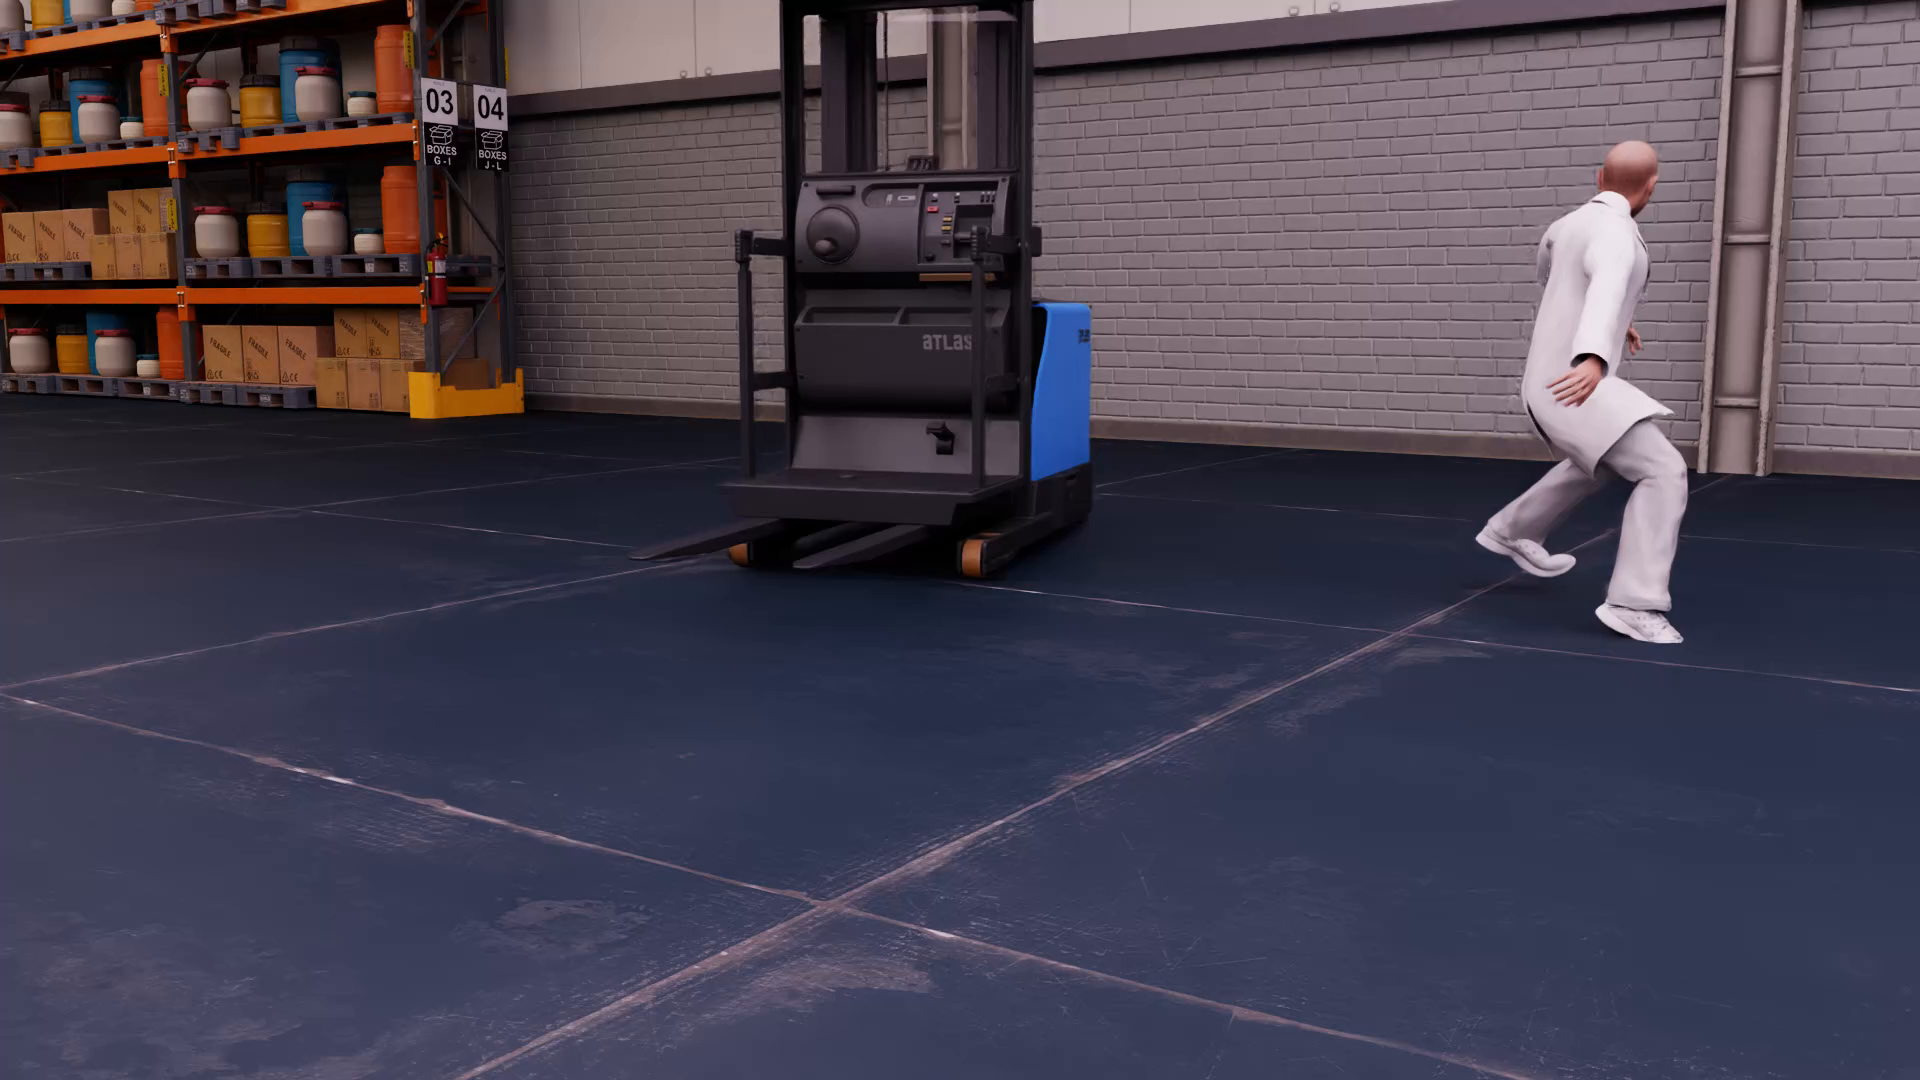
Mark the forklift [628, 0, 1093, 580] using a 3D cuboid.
[{"bbox_3d":[-0.312,-1.357,6.735,1.130,2.935,3.031,3,9,19],"label":"forklift"}]

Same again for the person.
[{"bbox_3d":[2.146,-0.488,5.642,0.605,1.703,1.218,2,8,11],"label":"person"}]
